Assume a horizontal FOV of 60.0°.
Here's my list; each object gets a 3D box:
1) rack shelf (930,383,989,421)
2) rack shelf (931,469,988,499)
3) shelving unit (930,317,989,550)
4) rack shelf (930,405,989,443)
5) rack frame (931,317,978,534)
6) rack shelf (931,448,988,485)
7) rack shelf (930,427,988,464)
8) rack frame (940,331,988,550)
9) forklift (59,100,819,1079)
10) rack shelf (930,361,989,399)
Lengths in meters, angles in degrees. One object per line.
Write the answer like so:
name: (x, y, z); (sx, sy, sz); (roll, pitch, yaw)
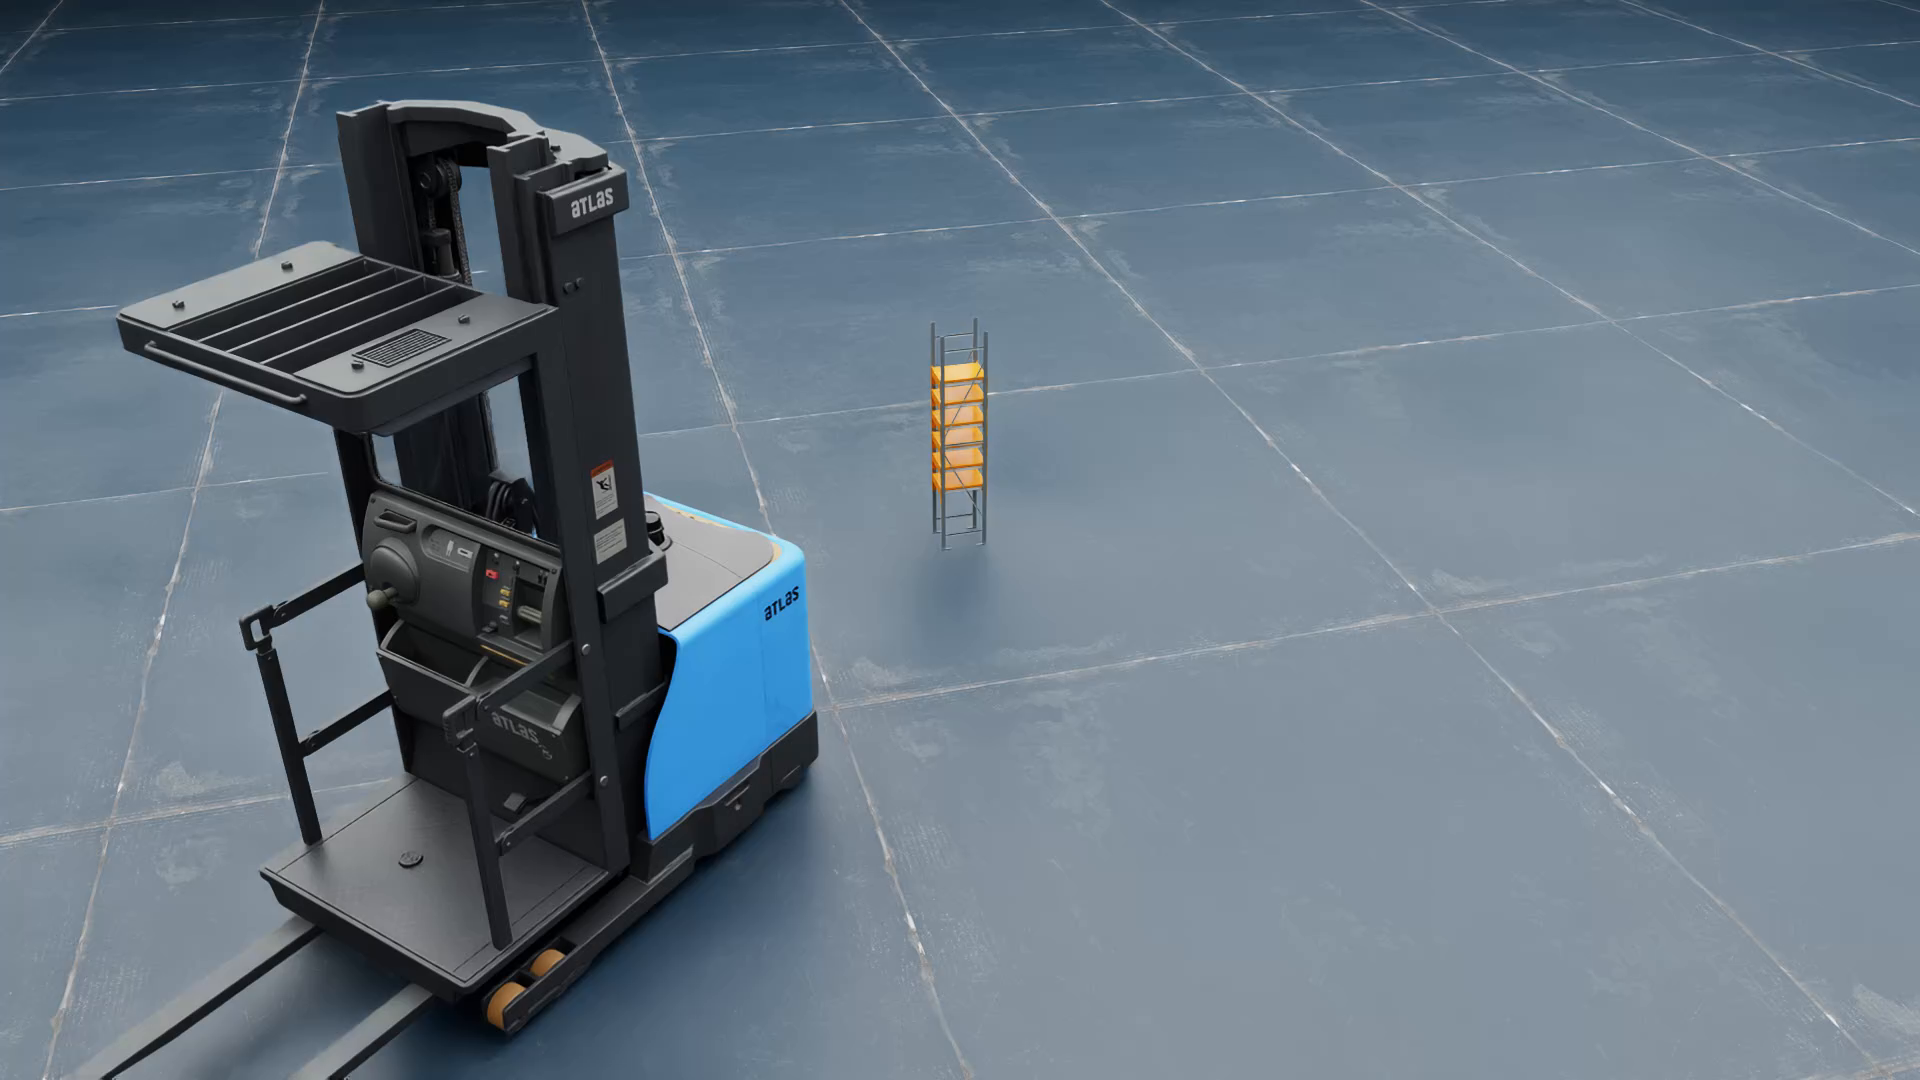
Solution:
rack shelf: (-0.004, -0.696, 8.364); (0.258, 0.103, 0.180); (-8, 31, -13)
rack shelf: (-0.004, -0.280, 8.604); (0.258, 0.103, 0.180); (-8, 31, -13)
shelving unit: (-0.004, -0.526, 8.462); (0.258, 1.200, 0.189); (-8, 31, -13)
rack shelf: (-0.004, -0.592, 8.424); (0.258, 0.103, 0.180); (-8, 31, -13)
rack frame: (-0.028, -0.570, 8.538); (0.240, 1.200, 0.006); (-8, 31, -13)
rack shelf: (-0.004, -0.384, 8.544); (0.258, 0.103, 0.180); (-8, 31, -13)
rack shelf: (-0.004, -0.488, 8.484); (0.258, 0.103, 0.180); (-8, 31, -13)
rack frame: (0.020, -0.482, 8.385); (0.240, 1.200, 0.006); (-8, 31, -13)
forklift: (-1.823, 0.172, 5.527); (1.130, 2.935, 3.031); (18, 35, 28)
rack shelf: (-0.004, -0.799, 8.303); (0.258, 0.103, 0.180); (-8, 31, -13)
